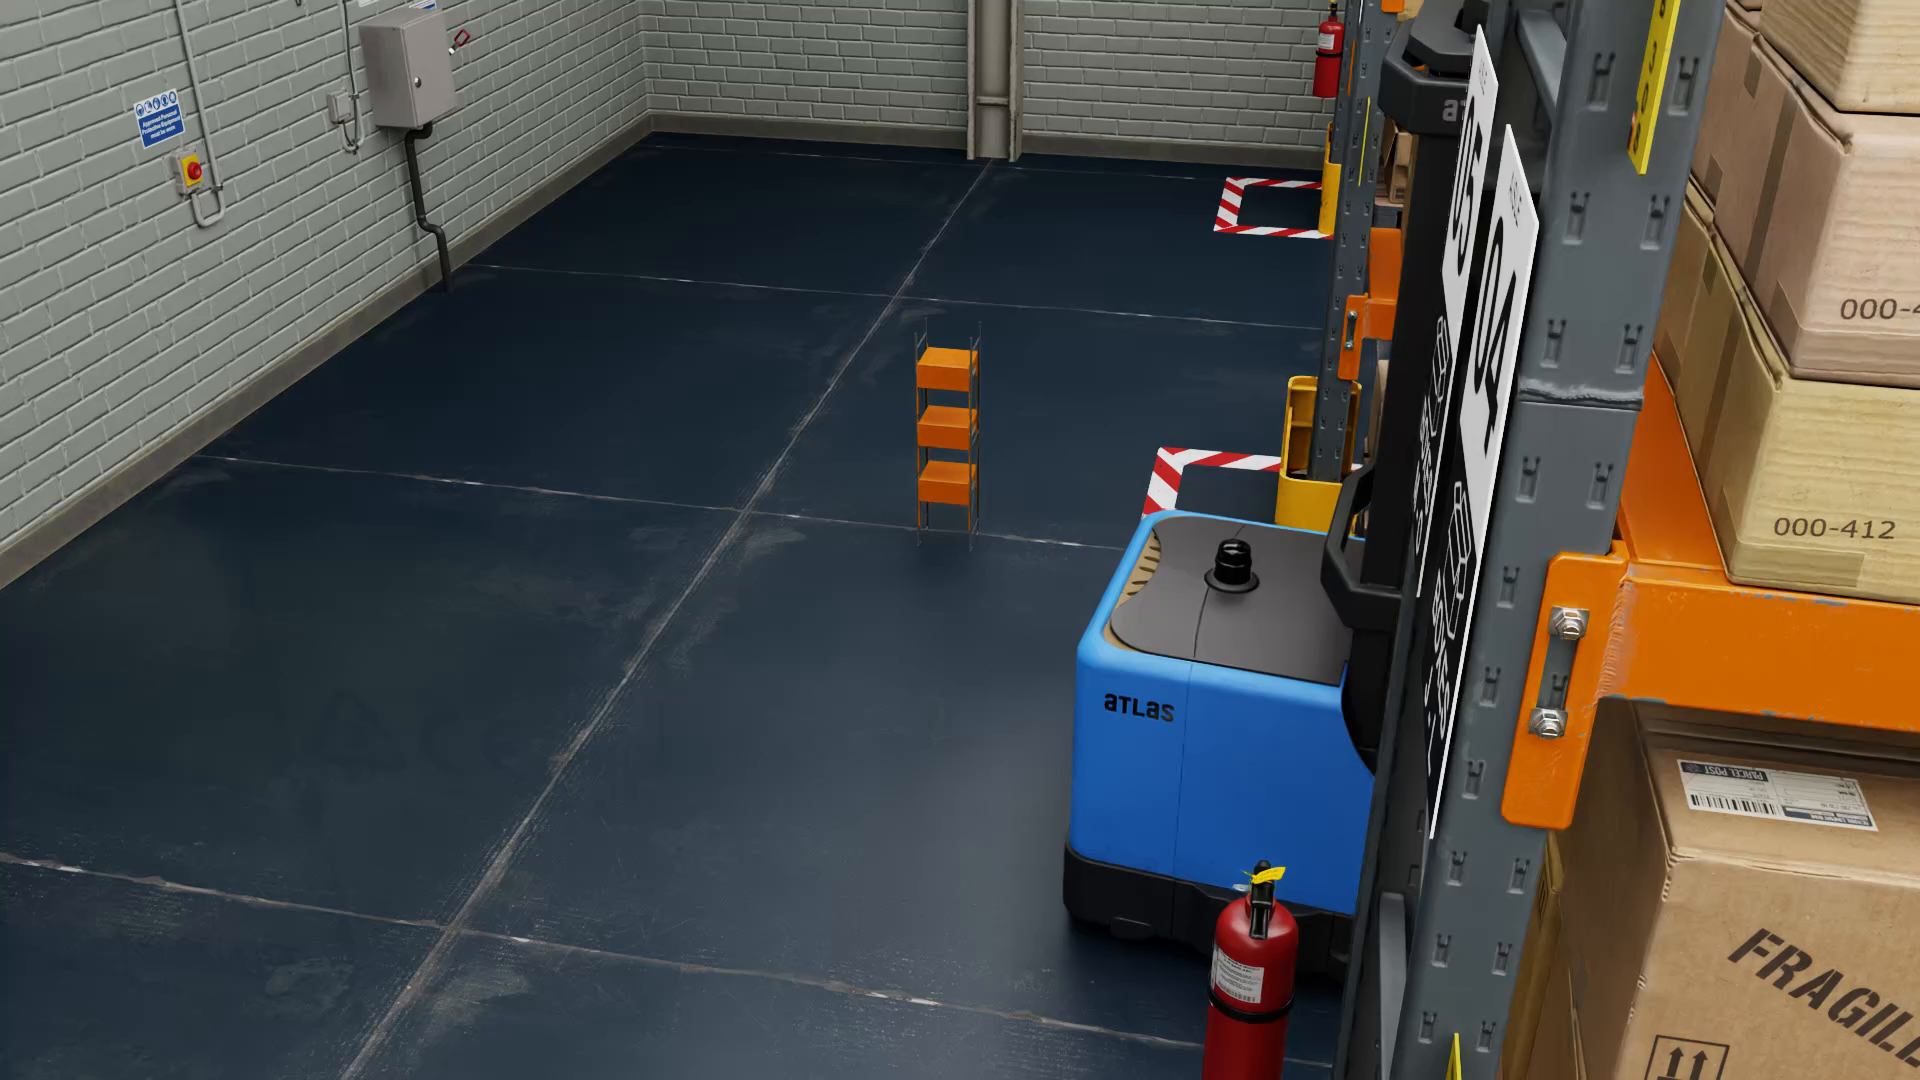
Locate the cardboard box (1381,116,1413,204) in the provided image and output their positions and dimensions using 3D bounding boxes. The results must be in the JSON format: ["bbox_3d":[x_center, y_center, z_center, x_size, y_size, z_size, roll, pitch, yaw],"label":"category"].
[{"bbox_3d":[3.306,-2.711,11.740,0.637,0.503,0.797,5,29,9],"label":"cardboard box"}]

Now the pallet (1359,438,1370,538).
[{"bbox_3d":[2.493,-0.129,7.766,1.213,0.211,1.003,6,29,11],"label":"pallet"}]

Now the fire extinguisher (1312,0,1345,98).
[{"bbox_3d":[2.487,-3.327,11.173,0.183,0.674,0.296,6,29,11],"label":"fire extinguisher"}]

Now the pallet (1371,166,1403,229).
[{"bbox_3d":[3.582,-2.417,11.945,1.213,0.211,1.003,6,29,11],"label":"pallet"}]

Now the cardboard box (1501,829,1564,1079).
[{"bbox_3d":[1.253,0.689,2.954,0.500,0.500,0.500,6,29,12],"label":"cardboard box"}]

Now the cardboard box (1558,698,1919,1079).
[{"bbox_3d":[1.143,0.496,2.266,0.500,0.500,0.500,6,29,10],"label":"cardboard box"}]

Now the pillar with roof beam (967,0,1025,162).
[{"bbox_3d":[-0.620,-5.031,7.568,0.400,9.000,9.100,6,29,11],"label":"pillar with roof beam"}]

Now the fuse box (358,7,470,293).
[{"bbox_3d":[-3.243,-2.357,10.273,0.414,1.711,0.539,6,29,11],"label":"fuse box"}]

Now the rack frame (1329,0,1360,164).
[{"bbox_3d":[2.728,-3.727,11.434,0.127,3.000,1.000,6,29,11],"label":"rack frame"}]

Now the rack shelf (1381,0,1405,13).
[{"bbox_3d":[3.651,-2.195,6.262,4.000,0.370,1.077,6,29,11],"label":"rack shelf"}]

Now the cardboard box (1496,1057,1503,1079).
[{"bbox_3d":[1.138,0.949,3.154,0.250,0.149,0.380,6,29,11],"label":"cardboard box"}]

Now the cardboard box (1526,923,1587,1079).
[{"bbox_3d":[1.141,0.940,2.496,0.500,0.500,0.500,7,30,13],"label":"cardboard box"}]

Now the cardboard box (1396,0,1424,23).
[{"bbox_3d":[3.115,-3.620,11.085,0.500,0.250,0.500,6,29,11],"label":"cardboard box"}]

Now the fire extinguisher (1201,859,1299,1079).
[{"bbox_3d":[0.610,0.895,3.461,0.183,0.674,0.296,6,29,11],"label":"fire extinguisher"}]

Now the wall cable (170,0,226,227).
[{"bbox_3d":[-3.825,-2.410,7.937,0.123,1.953,0.585,6,29,11],"label":"wall cable"}]

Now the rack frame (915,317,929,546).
[{"bbox_3d":[-0.172,-0.478,7.530,0.008,1.050,0.200,6,29,11],"label":"rack frame"}]

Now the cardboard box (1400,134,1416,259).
[{"bbox_3d":[2.222,-1.515,7.290,0.500,0.500,0.500,6,29,11],"label":"cardboard box"}]

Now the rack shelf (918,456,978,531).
[{"bbox_3d":[-0.052,-0.213,7.646,0.240,0.259,0.215,6,29,11],"label":"rack shelf"}]

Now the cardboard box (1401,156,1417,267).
[{"bbox_3d":[2.104,-1.257,6.818,0.500,0.500,0.500,6,29,10],"label":"cardboard box"}]

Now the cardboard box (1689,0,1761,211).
[{"bbox_3d":[1.263,-0.603,2.241,0.500,0.250,0.500,5,29,9],"label":"cardboard box"}]

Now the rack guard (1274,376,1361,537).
[{"bbox_3d":[1.671,-0.302,7.780,0.348,0.500,1.175,6,29,11],"label":"rack guard"}]

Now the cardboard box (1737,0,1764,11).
[{"bbox_3d":[1.146,-0.810,2.202,0.250,0.149,0.380,6,29,10],"label":"cardboard box"}]

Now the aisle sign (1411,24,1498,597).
[{"bbox_3d":[0.751,-0.349,2.558,0.004,0.787,0.394,6,29,11],"label":"aisle sign"}]

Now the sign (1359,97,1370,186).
[{"bbox_3d":[1.573,-1.550,6.474,0.005,0.325,0.100,6,29,11],"label":"sign"}]

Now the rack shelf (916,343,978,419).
[{"bbox_3d":[-0.052,-0.705,7.377,0.240,0.259,0.215,6,29,11],"label":"rack shelf"}]

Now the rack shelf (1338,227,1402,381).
[{"bbox_3d":[3.651,-0.880,6.982,4.000,0.370,1.077,6,29,11],"label":"rack shelf"}]

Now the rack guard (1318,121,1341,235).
[{"bbox_3d":[2.802,-2.623,12.021,0.348,0.500,1.175,6,29,11],"label":"rack guard"}]

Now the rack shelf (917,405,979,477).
[{"bbox_3d":[-0.052,-0.457,7.513,0.240,0.259,0.215,6,29,11],"label":"rack shelf"}]

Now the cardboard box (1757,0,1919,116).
[{"bbox_3d":[1.029,-0.566,1.756,0.250,0.149,0.380,6,29,10],"label":"cardboard box"}]

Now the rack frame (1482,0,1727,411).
[{"bbox_3d":[0.760,-1.692,1.470,0.127,3.000,1.000,6,29,11],"label":"rack frame"}]

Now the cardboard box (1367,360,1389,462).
[{"bbox_3d":[2.361,-0.437,7.655,0.875,0.438,0.875,5,29,9],"label":"cardboard box"}]

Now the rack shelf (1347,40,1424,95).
[{"bbox_3d":[4.684,-3.211,11.241,4.000,0.370,1.077,6,29,11],"label":"rack shelf"}]

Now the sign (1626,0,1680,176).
[{"bbox_3d":[0.647,-0.505,1.515,0.005,0.325,0.100,6,29,11],"label":"sign"}]

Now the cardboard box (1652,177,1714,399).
[{"bbox_3d":[1.260,-0.389,2.370,0.500,0.250,0.500,5,29,9],"label":"cardboard box"}]

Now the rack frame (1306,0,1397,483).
[{"bbox_3d":[1.695,-1.396,7.176,0.127,3.000,1.000,6,29,11],"label":"rack frame"}]

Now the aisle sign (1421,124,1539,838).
[{"bbox_3d":[0.626,-0.068,2.043,0.004,0.787,0.394,6,29,11],"label":"aisle sign"}]

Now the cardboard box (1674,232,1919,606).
[{"bbox_3d":[1.146,-0.146,1.925,0.500,0.250,0.500,7,29,12],"label":"cardboard box"}]

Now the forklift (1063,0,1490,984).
[{"bbox_3d":[1.912,-0.020,4.735,3.031,2.935,1.130,9,30,16],"label":"forklift"}]

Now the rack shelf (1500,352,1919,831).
[{"bbox_3d":[2.716,0.139,1.997,4.000,0.370,1.077,6,29,11],"label":"rack shelf"}]

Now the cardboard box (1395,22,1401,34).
[{"bbox_3d":[2.992,-3.455,11.199,0.250,0.149,0.380,6,29,10],"label":"cardboard box"}]

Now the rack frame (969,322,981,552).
[{"bbox_3d":[0.067,-0.454,7.485,0.008,1.050,0.200,6,29,11],"label":"rack frame"}]

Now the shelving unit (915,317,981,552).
[{"bbox_3d":[-0.052,-0.466,7.508,0.252,1.050,0.215,6,29,11],"label":"shelving unit"}]

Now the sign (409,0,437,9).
[{"bbox_3d":[-3.343,-3.133,10.448,0.001,0.494,0.329,6,29,11],"label":"sign"}]

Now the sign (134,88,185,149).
[{"bbox_3d":[-3.894,-2.052,8.093,0.001,0.218,0.327,6,29,11],"label":"sign"}]

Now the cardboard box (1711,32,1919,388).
[{"bbox_3d":[1.145,-0.363,1.802,0.500,0.250,0.500,6,29,11],"label":"cardboard box"}]

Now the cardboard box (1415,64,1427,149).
[{"bbox_3d":[2.216,-1.942,7.028,0.500,0.500,0.500,7,29,12],"label":"cardboard box"}]

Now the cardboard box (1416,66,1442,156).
[{"bbox_3d":[2.105,-1.696,6.579,0.500,0.500,0.500,5,29,9],"label":"cardboard box"}]

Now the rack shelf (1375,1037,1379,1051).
[{"bbox_3d":[2.716,1.455,2.717,4.000,0.370,1.077,6,29,11],"label":"rack shelf"}]

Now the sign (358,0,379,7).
[{"bbox_3d":[-3.457,-3.279,9.756,0.001,0.242,0.339,6,29,11],"label":"sign"}]

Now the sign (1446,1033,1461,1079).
[{"bbox_3d":[0.647,0.814,2.238,0.005,0.325,0.100,6,29,11],"label":"sign"}]

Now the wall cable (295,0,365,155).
[{"bbox_3d":[-3.540,-3.063,9.163,0.122,1.984,0.588,6,29,11],"label":"wall cable"}]

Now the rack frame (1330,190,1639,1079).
[{"bbox_3d":[0.760,0.939,2.911,0.127,3.000,1.000,6,29,11],"label":"rack frame"}]

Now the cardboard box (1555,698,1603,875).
[{"bbox_3d":[1.259,0.255,2.705,0.500,0.500,0.500,5,29,10],"label":"cardboard box"}]

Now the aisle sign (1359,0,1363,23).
[{"bbox_3d":[1.564,-2.407,6.316,0.004,0.787,0.394,6,29,11],"label":"aisle sign"}]
